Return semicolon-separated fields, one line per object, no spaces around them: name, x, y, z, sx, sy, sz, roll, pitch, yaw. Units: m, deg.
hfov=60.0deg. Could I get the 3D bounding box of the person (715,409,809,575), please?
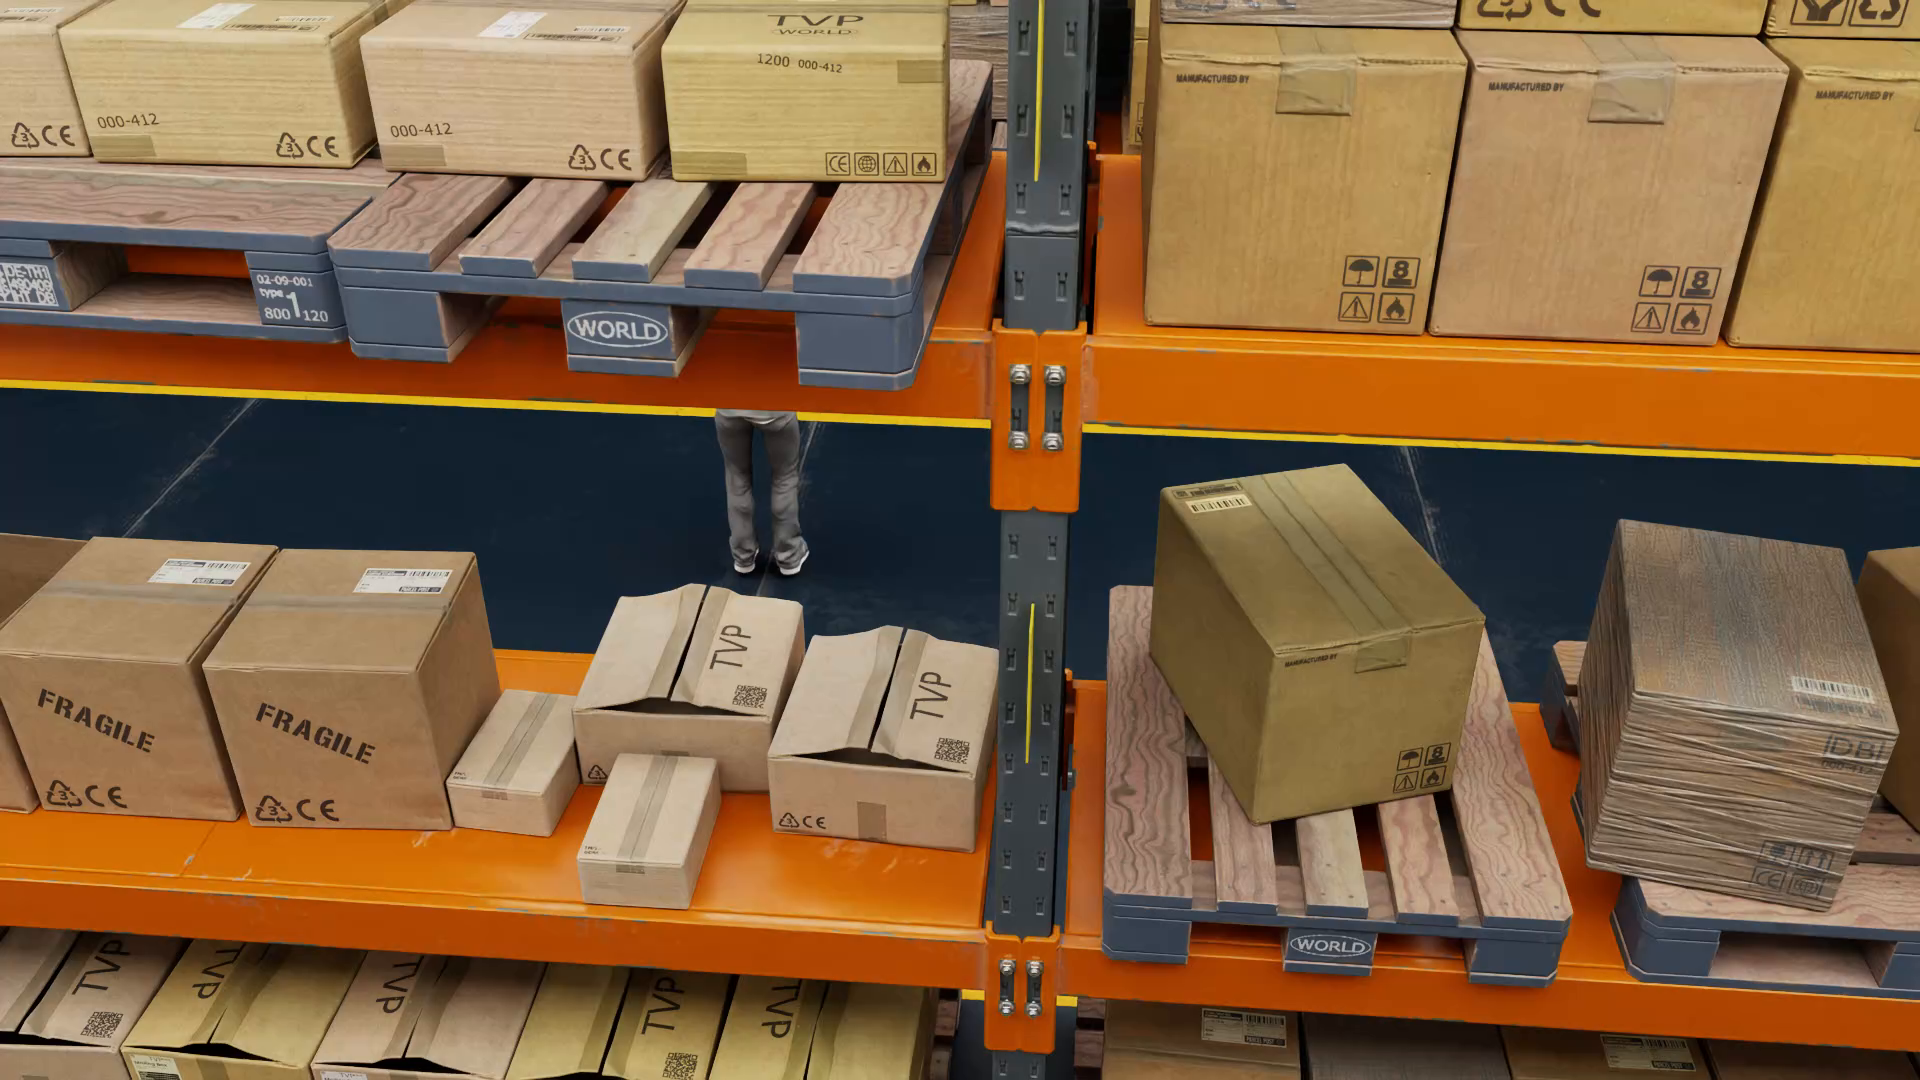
person;-0.865;-0.605;7.098;0.412;1.595;0.486;2;32;4
